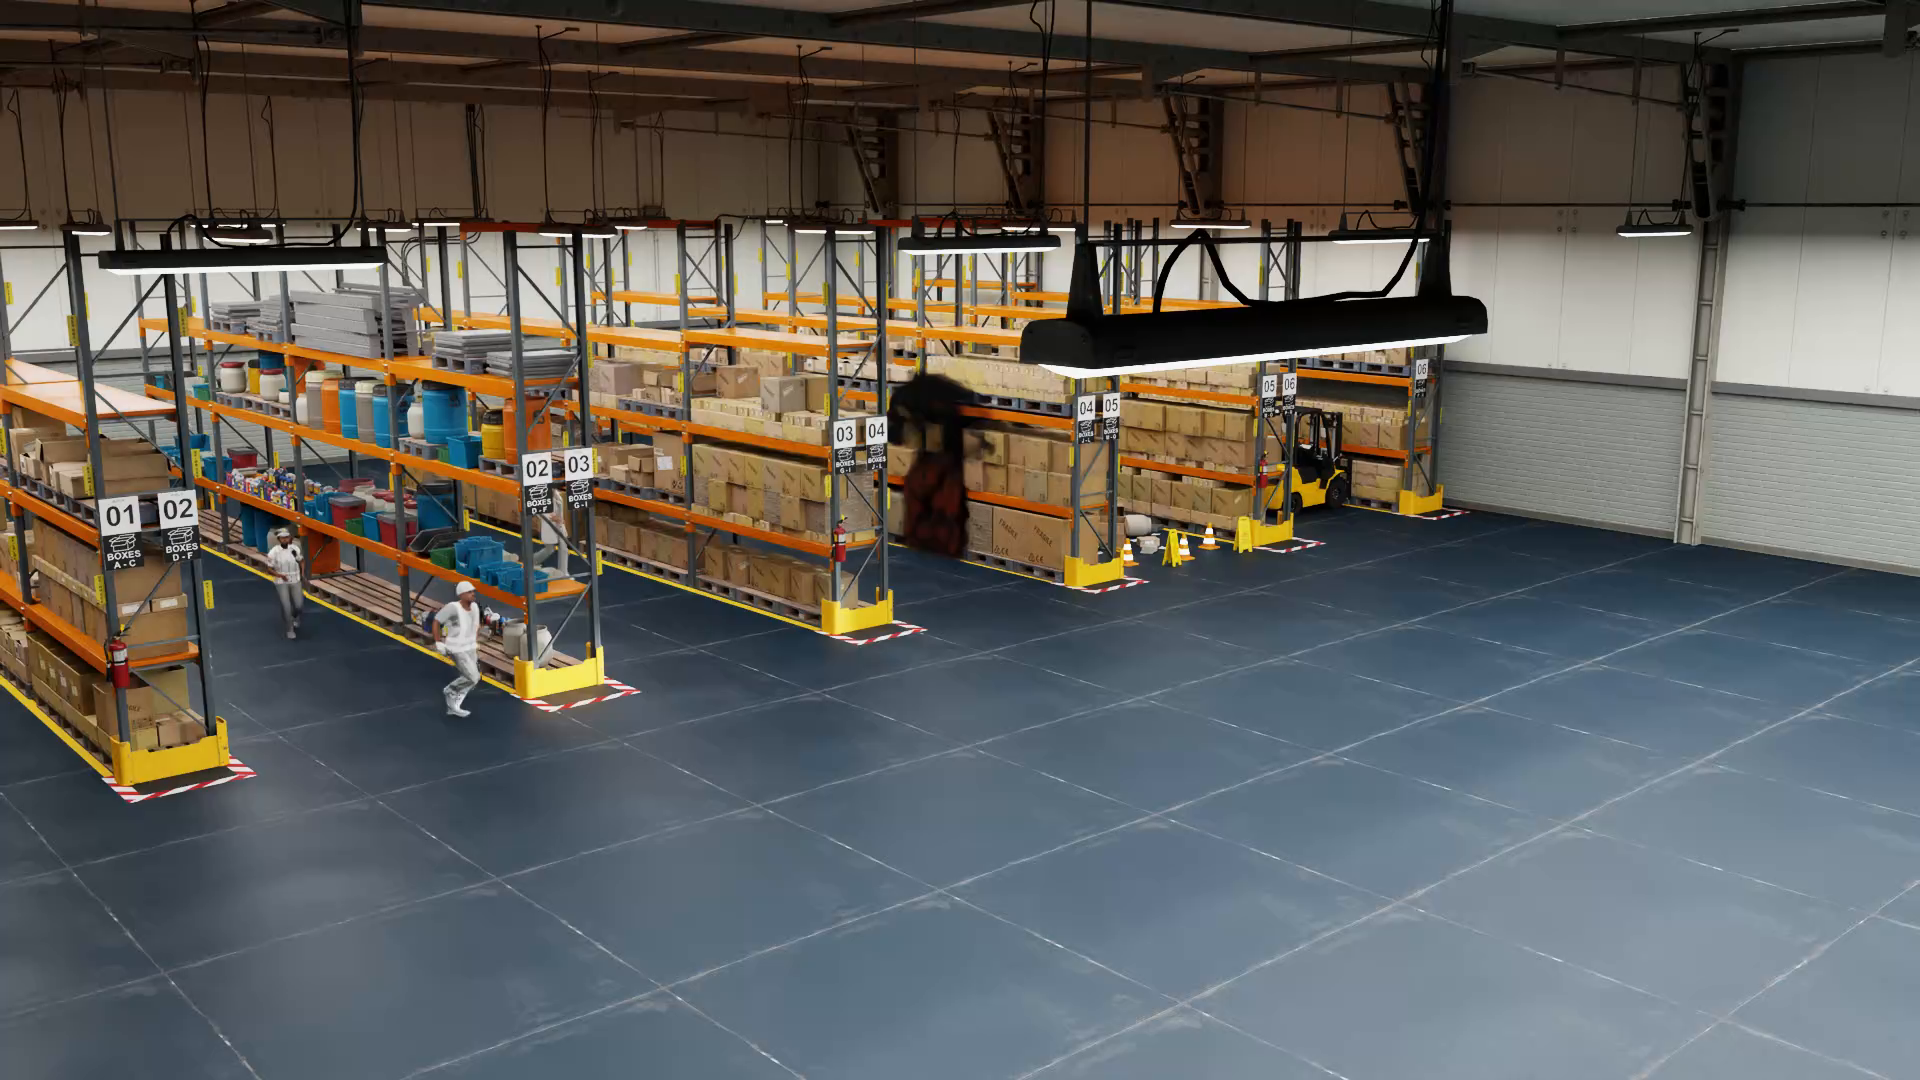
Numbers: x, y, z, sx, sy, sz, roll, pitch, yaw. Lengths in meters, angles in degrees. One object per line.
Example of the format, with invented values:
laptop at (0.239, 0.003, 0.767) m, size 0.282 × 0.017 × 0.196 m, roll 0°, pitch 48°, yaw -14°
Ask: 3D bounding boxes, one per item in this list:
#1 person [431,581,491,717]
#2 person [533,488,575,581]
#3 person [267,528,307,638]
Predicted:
person at (-6.144, 1.366, 20.706) m, size 0.617 × 1.729 × 0.679 m, roll 4°, pitch 12°, yaw 19°
person at (-6.995, -0.200, 28.406) m, size 0.955 × 1.776 × 0.712 m, roll 7°, pitch 14°, yaw 33°
person at (-9.912, 0.639, 24.570) m, size 0.569 × 1.649 × 0.554 m, roll -8°, pitch 14°, yaw -33°
